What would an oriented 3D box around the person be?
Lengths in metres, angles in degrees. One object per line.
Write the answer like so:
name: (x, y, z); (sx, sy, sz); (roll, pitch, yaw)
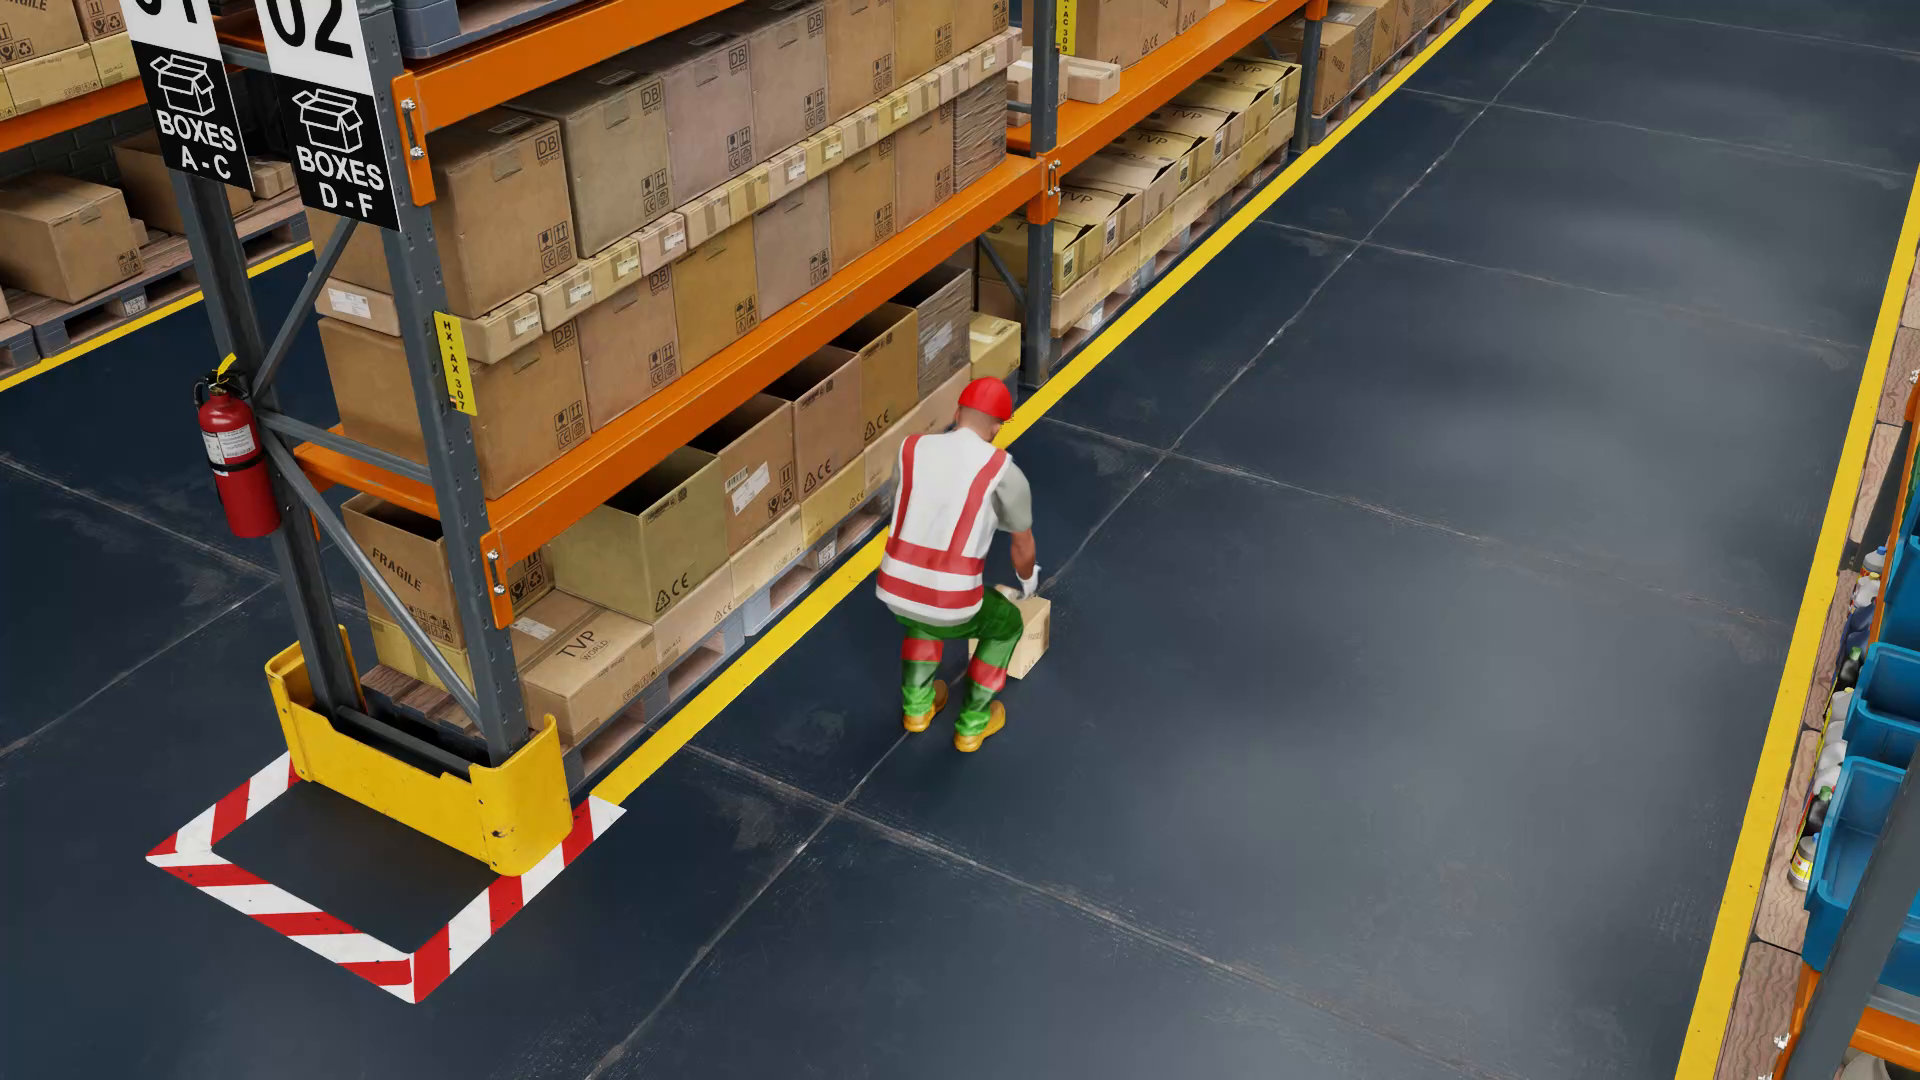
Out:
person: (-0.031, 0.106, 6.330); (0.584, 1.381, 0.782); (18, 38, 24)
